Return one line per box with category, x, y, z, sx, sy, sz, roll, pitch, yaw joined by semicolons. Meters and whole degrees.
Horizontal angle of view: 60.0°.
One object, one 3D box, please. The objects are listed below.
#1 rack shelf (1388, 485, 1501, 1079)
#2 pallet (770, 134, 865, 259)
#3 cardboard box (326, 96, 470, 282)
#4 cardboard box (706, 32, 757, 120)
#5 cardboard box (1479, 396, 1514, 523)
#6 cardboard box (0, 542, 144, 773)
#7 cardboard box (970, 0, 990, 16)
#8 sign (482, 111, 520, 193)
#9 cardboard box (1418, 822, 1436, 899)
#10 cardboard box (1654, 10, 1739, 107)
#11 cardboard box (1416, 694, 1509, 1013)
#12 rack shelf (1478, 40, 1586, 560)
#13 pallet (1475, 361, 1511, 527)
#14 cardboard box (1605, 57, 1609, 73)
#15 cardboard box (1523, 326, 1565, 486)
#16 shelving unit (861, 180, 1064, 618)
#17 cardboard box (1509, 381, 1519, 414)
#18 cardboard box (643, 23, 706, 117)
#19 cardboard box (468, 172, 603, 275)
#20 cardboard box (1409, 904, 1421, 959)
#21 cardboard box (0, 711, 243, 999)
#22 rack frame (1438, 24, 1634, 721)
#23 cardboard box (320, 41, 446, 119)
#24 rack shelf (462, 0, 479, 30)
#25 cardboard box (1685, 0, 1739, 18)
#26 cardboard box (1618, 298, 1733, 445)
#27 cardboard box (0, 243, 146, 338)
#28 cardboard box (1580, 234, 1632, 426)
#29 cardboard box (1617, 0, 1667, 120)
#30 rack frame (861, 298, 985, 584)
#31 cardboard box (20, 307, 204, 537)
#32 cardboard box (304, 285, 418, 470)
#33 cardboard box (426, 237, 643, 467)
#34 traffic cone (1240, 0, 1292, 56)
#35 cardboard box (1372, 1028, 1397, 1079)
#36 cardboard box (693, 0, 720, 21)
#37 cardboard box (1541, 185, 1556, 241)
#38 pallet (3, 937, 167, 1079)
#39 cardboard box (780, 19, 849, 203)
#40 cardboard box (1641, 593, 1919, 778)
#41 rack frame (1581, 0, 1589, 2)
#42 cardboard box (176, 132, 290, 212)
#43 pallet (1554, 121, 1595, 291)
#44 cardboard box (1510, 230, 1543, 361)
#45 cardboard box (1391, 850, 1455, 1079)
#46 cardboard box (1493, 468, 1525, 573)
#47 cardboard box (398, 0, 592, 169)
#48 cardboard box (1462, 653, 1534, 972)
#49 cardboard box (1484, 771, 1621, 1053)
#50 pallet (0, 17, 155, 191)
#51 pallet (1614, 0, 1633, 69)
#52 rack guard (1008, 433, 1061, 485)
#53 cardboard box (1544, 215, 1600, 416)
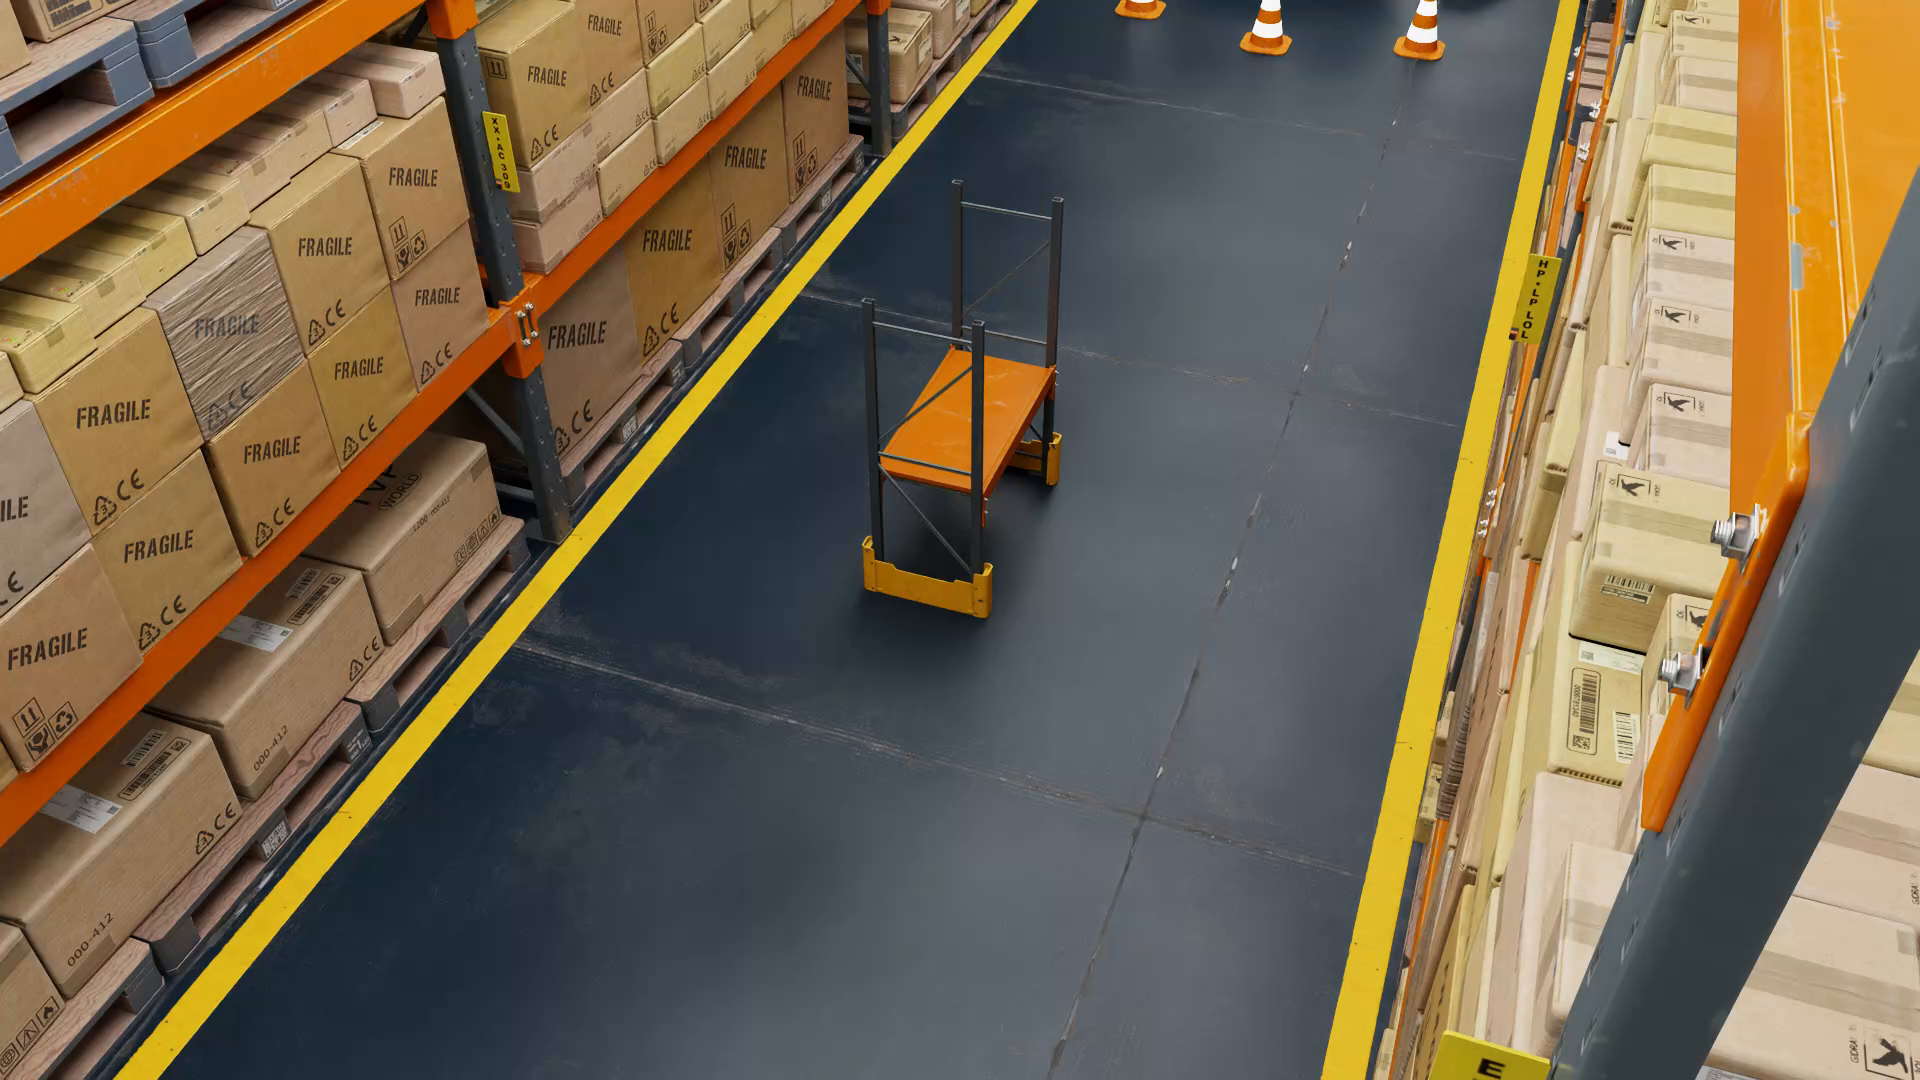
rack shelf;1.711;1.273;4.454;1.077;0.370;4.000;13;42;15
pallet;-1.264;-2.172;10.087;1.003;0.211;1.213;13;42;15
cardboard box;-2.194;-1.326;6.100;0.500;0.500;0.500;13;42;15
cardboard box;-1.348;-2.338;8.248;0.500;0.250;0.500;13;42;14
cardboard box;2.587;-0.249;7.287;0.500;0.500;0.500;12;42;14
cardboard box;-2.888;0.295;4.970;0.500;0.500;0.500;13;42;15
cardboard box;-0.212;-4.112;11.914;0.950;0.372;0.625;15;43;17
sign;-1.770;-1.494;6.416;0.100;0.325;0.005;13;42;15
cardboard box;1.841;1.181;5.881;0.380;0.149;0.250;13;42;15
cardboard box;1.779;-1.050;3.735;0.380;0.149;0.250;12;42;14
cardboard box;1.292;0.725;3.466;0.500;0.500;0.500;15;43;17
rack shelf;3.078;-1.166;7.314;1.077;0.370;4.000;13;42;15
pallet;3.075;-0.381;7.988;1.003;0.211;1.213;13;42;15
cardboard box;3.328;-2.332;7.996;0.380;0.149;0.250;15;43;17
cardboard box;1.848;-0.211;4.563;0.500;0.500;0.500;12;42;14
shelving unit;0.026;-0.617;7.271;0.587;1.500;1.083;13;42;15
cardboard box;2.600;-0.535;7.044;0.500;0.250;0.500;15;43;17
cardboard box;-1.527;-2.222;7.727;0.500;0.250;0.500;14;42;16
cardboard box;-1.893;-1.410;7.161;0.500;0.250;0.500;12;42;14
cardboard box;1.660;1.264;5.326;0.380;0.149;0.250;14;42;16
cardboard box;-3.223;1.013;5.856;0.875;0.438;0.875;14;43;16
rack frame;2.395;-0.220;5.651;1.000;3.000;0.127;13;42;15
cardboard box;-2.098;-1.664;5.996;0.380;0.149;0.250;12;42;14
rack shelf;-1.608;-3.344;7.556;1.077;0.370;4.000;13;42;15
cardboard box;1.910;-1.198;3.909;0.380;0.149;0.250;13;42;15
cardboard box;1.332;-0.248;2.796;0.380;0.149;0.250;14;42;16
cardboard box;-2.664;-0.745;4.918;0.380;0.149;0.250;13;42;15
cardboard box;1.480;-0.321;3.188;0.500;0.250;0.500;12;42;13
cardboard box;2.004;-1.254;4.282;0.500;0.250;0.500;15;43;16
rack frame;-0.145;-0.313;6.914;0.500;1.500;0.032;13;42;15
cardboard box;-2.719;-0.402;5.017;0.500;0.500;0.500;13;42;15
cardboard box;-2.381;-0.641;6.066;0.500;0.500;0.500;12;42;14
cardboard box;-2.155;-1.004;7.883;0.875;0.875;0.875;15;43;16
traffic cone;2.176;-3.706;11.690;0.336;0.463;0.334;13;42;15
cardboard box;1.453;1.684;5.063;0.380;0.149;0.250;14;42;16
cardboard box;-1.378;-2.819;7.849;0.500;0.500;0.500;13;42;14
cardboard box;3.126;-1.478;8.149;0.500;0.250;0.500;13;42;15
pallet;-3.460;1.738;5.504;1.003;0.211;1.213;13;42;15
cardboard box;-1.238;-2.645;9.807;0.875;0.875;0.875;13;42;15
cardboard box;1.128;0.240;2.223;0.380;0.149;0.250;12;42;14
rack frame;5.130;-5.099;11.370;1.000;3.000;0.127;13;42;15
cardboard box;-2.454;-1.219;5.474;0.380;0.149;0.250;13;42;15
pallet;3.124;-1.370;7.147;1.003;0.211;1.213;13;42;15
cardboard box;3.112;-1.186;8.385;0.500;0.500;0.500;14;42;16
cardboard box;1.284;1.113;3.782;0.500;0.500;0.500;13;42;15
cardboard box;1.826;0.178;4.877;0.500;0.500;0.500;13;42;15
cardboard box;-1.871;-1.880;6.749;0.500;0.500;0.500;14;42;16
cardboard box;1.101;0.487;2.627;0.500;0.250;0.500;13;42;15
cardboard box;0.945;0.608;2.099;0.500;0.250;0.500;12;42;14
pallet;-3.000;-1.126;4.470;1.003;0.211;1.213;13;42;15
pallet;2.706;-1.643;5.152;1.213;0.211;1.003;13;42;15
rack guard;0.196;-0.445;8.033;0.587;0.250;0.087;13;42;15
cardboard box;1.629;-0.460;3.736;0.500;0.250;0.500;15;43;17
